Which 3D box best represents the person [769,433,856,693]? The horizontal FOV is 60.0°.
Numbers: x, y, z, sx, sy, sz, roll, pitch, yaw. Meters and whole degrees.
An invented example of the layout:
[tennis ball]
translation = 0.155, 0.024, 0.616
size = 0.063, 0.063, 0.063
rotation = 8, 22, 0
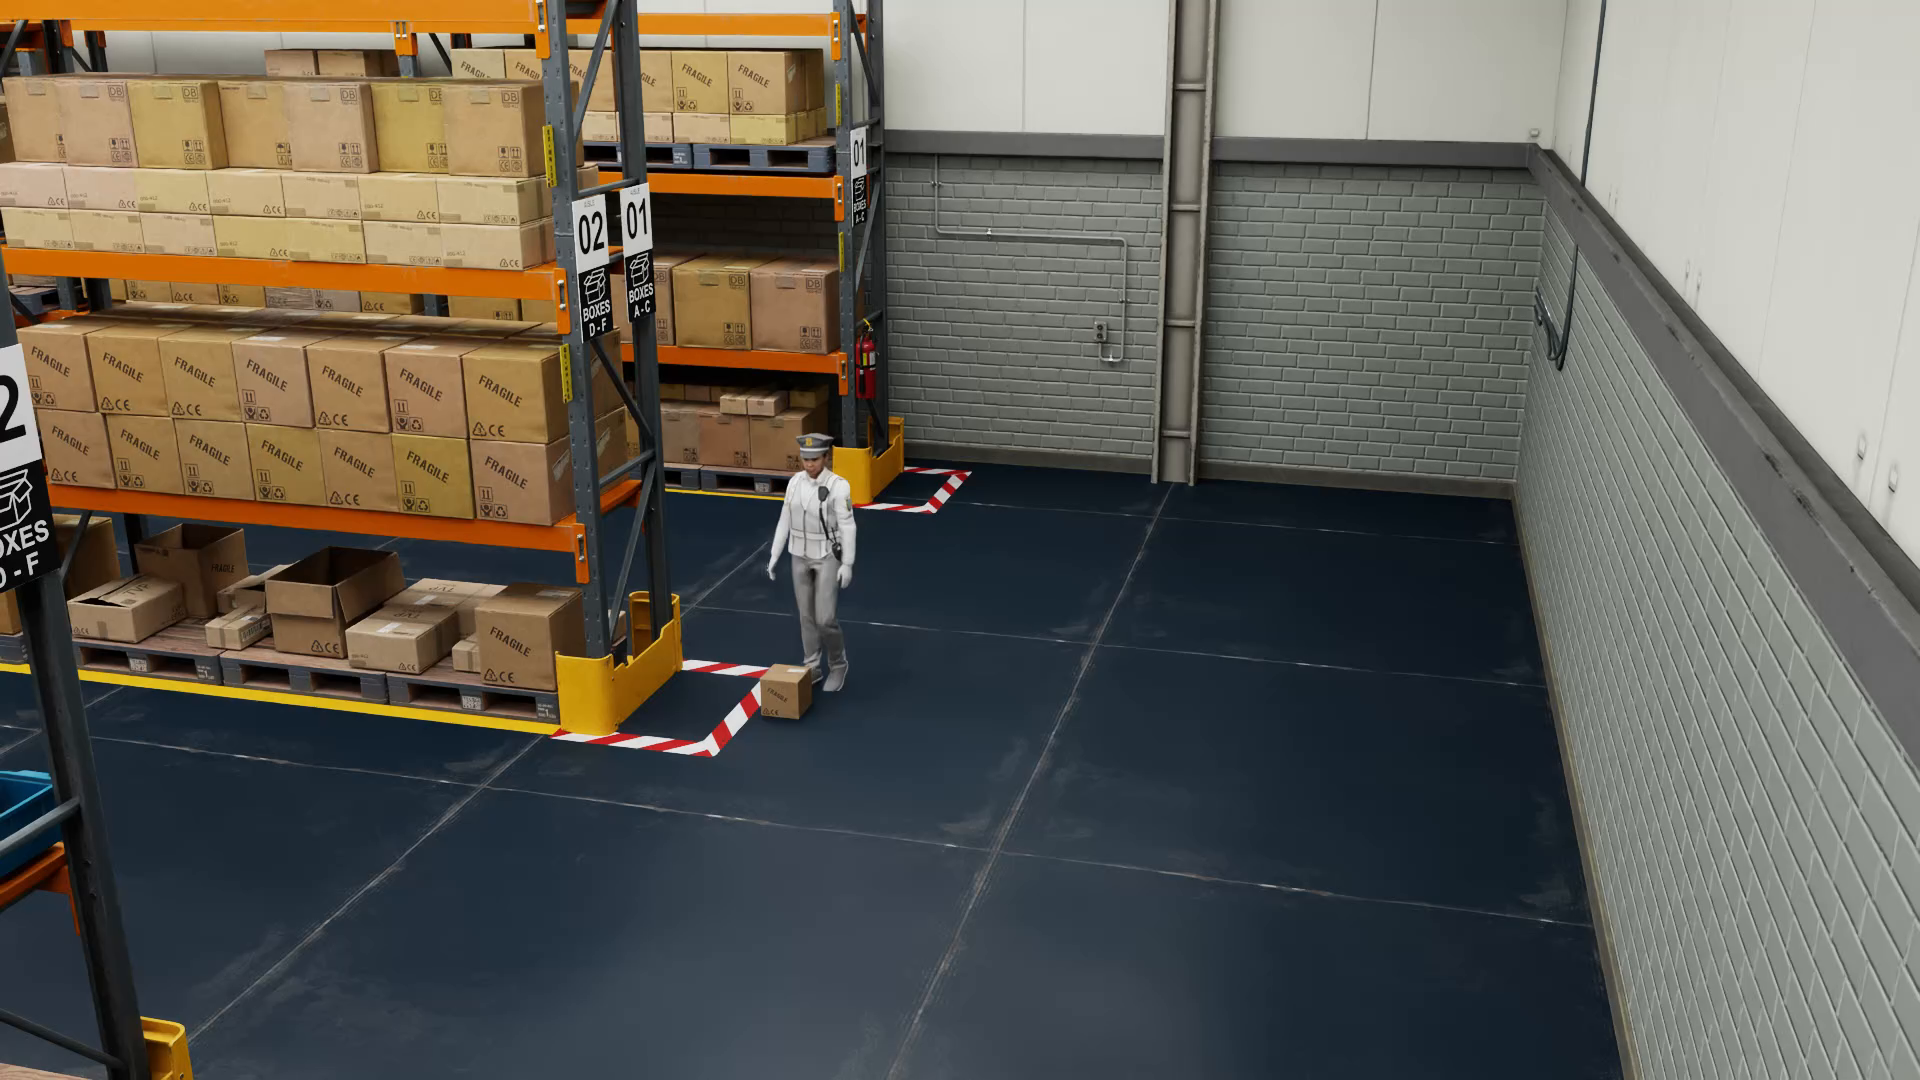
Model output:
[person]
translation = -0.947, 0.155, 10.609
size = 0.549, 1.707, 0.410
rotation = 10, 21, 27
